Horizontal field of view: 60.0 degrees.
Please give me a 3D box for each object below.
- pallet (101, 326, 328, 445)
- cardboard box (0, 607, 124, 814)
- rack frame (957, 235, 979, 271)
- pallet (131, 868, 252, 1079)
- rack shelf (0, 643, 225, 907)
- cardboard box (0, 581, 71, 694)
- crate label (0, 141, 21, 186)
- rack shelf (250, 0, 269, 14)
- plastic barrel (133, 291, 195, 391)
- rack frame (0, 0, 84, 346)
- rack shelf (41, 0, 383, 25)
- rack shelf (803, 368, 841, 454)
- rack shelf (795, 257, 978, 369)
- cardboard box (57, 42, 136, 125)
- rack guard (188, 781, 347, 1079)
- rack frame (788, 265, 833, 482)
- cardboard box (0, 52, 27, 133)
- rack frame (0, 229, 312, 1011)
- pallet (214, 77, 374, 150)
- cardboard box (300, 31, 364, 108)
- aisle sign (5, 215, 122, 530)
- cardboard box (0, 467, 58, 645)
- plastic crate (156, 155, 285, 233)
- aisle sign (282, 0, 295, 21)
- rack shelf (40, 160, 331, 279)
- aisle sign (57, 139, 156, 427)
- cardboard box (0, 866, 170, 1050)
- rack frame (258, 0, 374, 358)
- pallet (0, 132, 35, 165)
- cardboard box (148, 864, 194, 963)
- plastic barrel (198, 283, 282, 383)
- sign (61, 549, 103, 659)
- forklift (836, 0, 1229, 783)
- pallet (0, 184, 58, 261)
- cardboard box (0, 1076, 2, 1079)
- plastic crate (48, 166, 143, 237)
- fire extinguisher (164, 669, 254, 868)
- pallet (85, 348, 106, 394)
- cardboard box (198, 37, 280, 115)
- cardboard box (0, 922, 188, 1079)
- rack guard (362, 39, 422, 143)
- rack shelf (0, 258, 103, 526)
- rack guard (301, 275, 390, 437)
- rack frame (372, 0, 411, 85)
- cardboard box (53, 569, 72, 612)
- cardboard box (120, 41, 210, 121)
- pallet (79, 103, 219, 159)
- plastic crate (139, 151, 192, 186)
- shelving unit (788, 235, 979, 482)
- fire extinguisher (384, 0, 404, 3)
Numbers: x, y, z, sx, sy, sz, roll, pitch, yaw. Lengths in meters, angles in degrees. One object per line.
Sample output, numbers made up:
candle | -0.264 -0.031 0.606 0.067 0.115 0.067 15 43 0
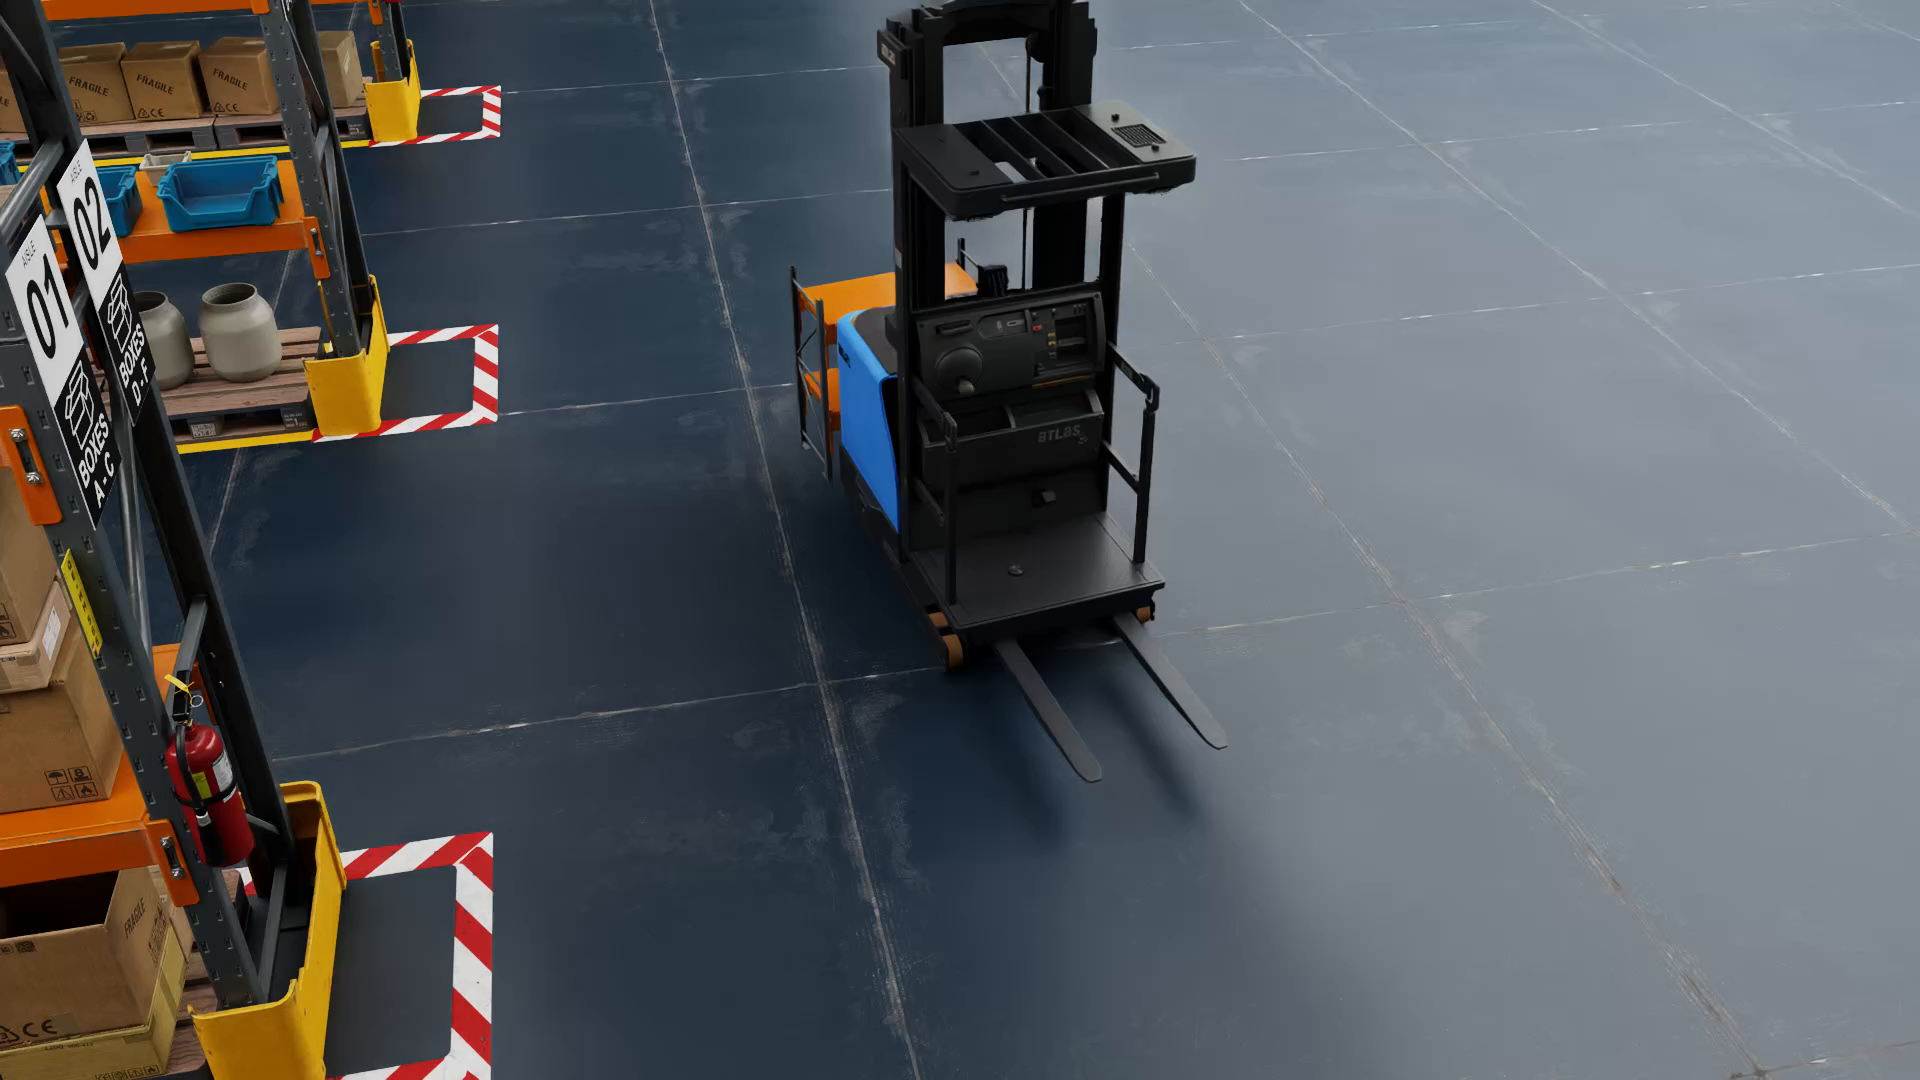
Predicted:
pallet | -4.561 -0.936 10.179 1.213 0.211 1.003 -7 35 -11
cardboard box | -3.073 0.475 5.483 0.500 0.500 0.700 -7 35 -11
rack frame | 0.096 -1.153 9.675 0.032 1.125 0.500 -13 36 -19
pallet | -3.352 1.741 6.189 1.213 0.211 1.003 -7 35 -11
rack shelf | -4.566 1.011 5.420 4.000 0.370 1.077 -7 35 -11
cardboard box | -2.946 0.306 5.153 0.250 0.149 0.380 -8 35 -11
crate label | -5.440 -1.868 9.032 0.616 0.435 0.502 -7 35 -11
rack shelf | -5.655 -2.927 8.597 4.000 0.370 1.077 -7 35 -11
plastic barrel | -4.818 -1.183 9.900 0.421 0.512 0.421 0 34 0
rack frame | -2.615 -2.025 3.914 0.127 3.000 1.000 -7 35 -11
rack shelf | -6.748 -4.374 13.444 4.000 0.370 1.077 -7 35 -11
rack shelf | -0.370 -0.836 9.643 1.000 0.278 0.538 -13 36 -19
rack shelf | -0.372 -1.285 9.348 1.000 0.278 0.538 -13 36 -19
cardboard box | -7.154 -3.784 13.786 0.500 0.500 0.500 -10 35 -15
rack guard | -2.592 1.501 6.287 0.348 0.500 1.175 -7 35 -11
rack frame | -0.838 -0.929 9.342 0.032 1.125 0.500 -13 36 -19
cardboard box | -7.742 -3.665 13.609 0.500 0.500 0.500 3 34 5
rack frame | -2.615 0.466 5.586 0.127 3.000 1.000 -7 35 -11
pallet | -5.671 -3.670 14.253 1.213 0.211 1.003 -7 35 -11
cardboard box | -5.410 -3.987 14.089 0.500 0.500 0.500 -1 34 -2
aisle sign | -2.486 -0.462 4.636 0.004 0.787 0.394 -7 35 -11
cardboard box | -3.125 -0.057 5.112 0.500 0.500 0.700 -7 35 -10
plastic crate | -4.126 -1.940 9.306 0.616 0.251 0.499 -7 35 -11
aisle sign | -3.568 -3.153 8.647 0.004 0.787 0.394 -7 35 -11
rack shelf | -5.655 -1.682 9.433 4.000 0.370 1.077 -7 35 -11
aisle sign | -2.619 -0.788 5.122 0.004 0.787 0.394 -7 35 -11
cardboard box | -3.072 1.350 5.687 0.500 0.500 0.500 -7 35 -11
rack frame | -3.704 -2.226 9.599 0.127 3.000 1.000 -7 35 -11
pallet | -8.051 -3.370 13.806 1.213 0.211 1.003 -7 35 -11
cardboard box | -3.187 1.379 6.317 0.500 0.250 0.500 -7 35 -11
plastic barrel | -4.329 -1.245 9.992 0.421 0.512 0.421 0 34 0
sign | -2.509 0.184 4.755 0.005 0.325 0.100 -7 35 -11
forklift | 0.323 -0.859 7.623 1.130 2.935 3.031 -12 36 -17
pallet | -3.310 -0.670 4.666 1.213 0.211 1.003 -7 35 -11
cardboard box | -3.558 1.728 5.796 0.500 0.250 0.500 -7 35 -11
plastic crate | -4.761 -1.864 9.192 0.408 0.251 0.499 -7 35 -11
fire extinguisher | -2.397 0.736 5.253 0.183 0.674 0.296 -7 35 -11
pallet | -5.749 -0.788 9.958 1.213 0.211 1.003 -7 35 -11
cardboard box | -5.985 -3.895 13.951 0.500 0.500 0.500 1 34 2
cardboard box | -3.073 1.660 5.898 0.500 0.250 0.500 -7 35 -11
rack guard | -4.871 -3.871 14.293 0.348 0.500 1.175 -7 35 -11
rack shelf | -4.566 -0.235 4.584 4.000 0.370 1.077 -7 35 -11
rack guard | -3.768 -1.153 10.243 0.348 0.500 1.175 -7 35 -11
rack frame | -4.797 -4.918 13.610 0.127 3.000 1.000 -7 35 -11
cardboard box | -3.045 0.087 5.480 0.250 0.149 0.380 -7 35 -11
cardboard box | -6.600 -3.828 13.852 0.500 0.500 0.500 -4 34 -6
pallet | -6.859 -3.522 14.032 1.213 0.211 1.003 -7 35 -11
plastic crate | -4.648 -2.182 9.769 0.250 0.136 0.298 -7 35 -11
shelving unit | -0.371 -1.041 9.509 1.048 1.125 0.538 -13 36 -19
fire extinguisher | -4.583 -4.650 13.279 0.183 0.674 0.296 -7 35 -11
